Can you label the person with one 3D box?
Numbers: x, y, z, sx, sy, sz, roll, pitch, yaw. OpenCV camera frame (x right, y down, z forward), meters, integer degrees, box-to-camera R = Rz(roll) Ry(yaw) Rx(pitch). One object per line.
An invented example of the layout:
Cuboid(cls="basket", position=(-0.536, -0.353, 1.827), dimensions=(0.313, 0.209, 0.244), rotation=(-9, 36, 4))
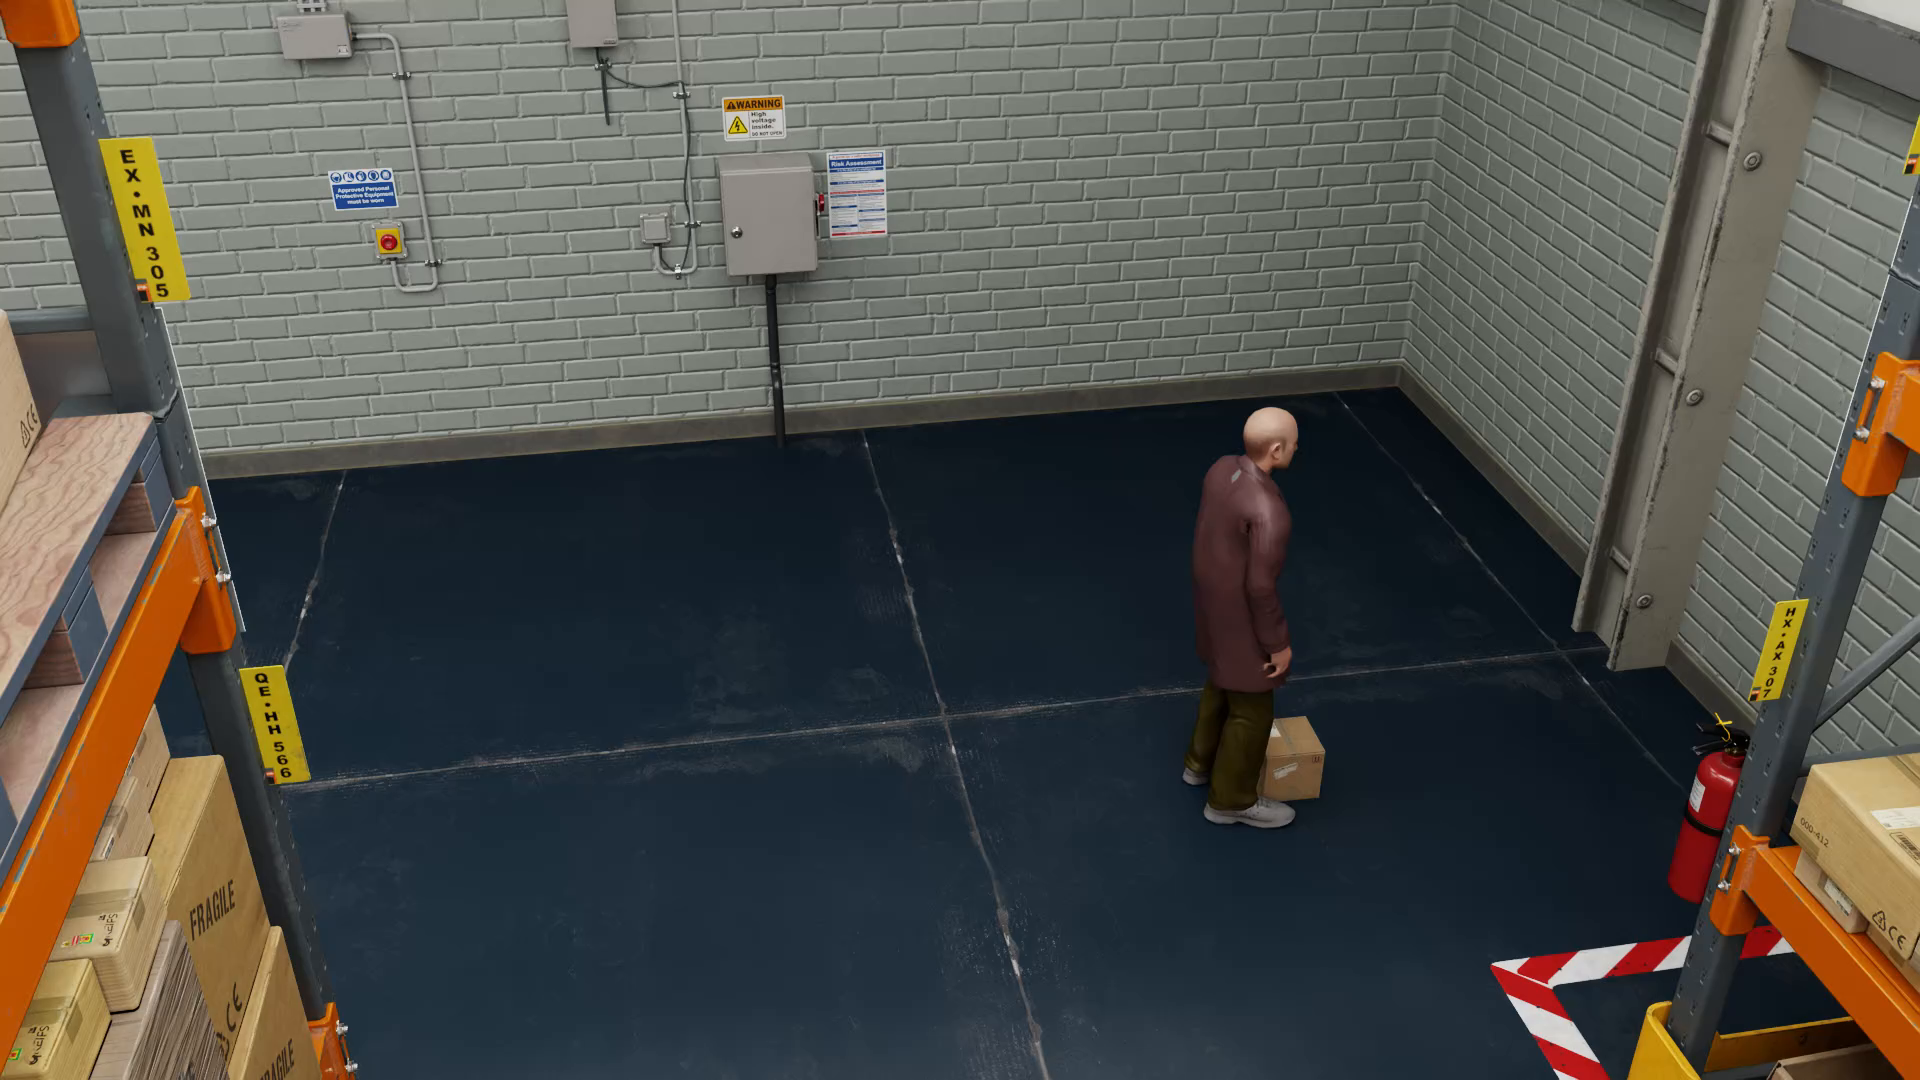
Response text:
Cuboid(cls="person", position=(1.133, 0.297, 6.637), dimensions=(0.416, 1.774, 0.653), rotation=(-6, 31, -10))
